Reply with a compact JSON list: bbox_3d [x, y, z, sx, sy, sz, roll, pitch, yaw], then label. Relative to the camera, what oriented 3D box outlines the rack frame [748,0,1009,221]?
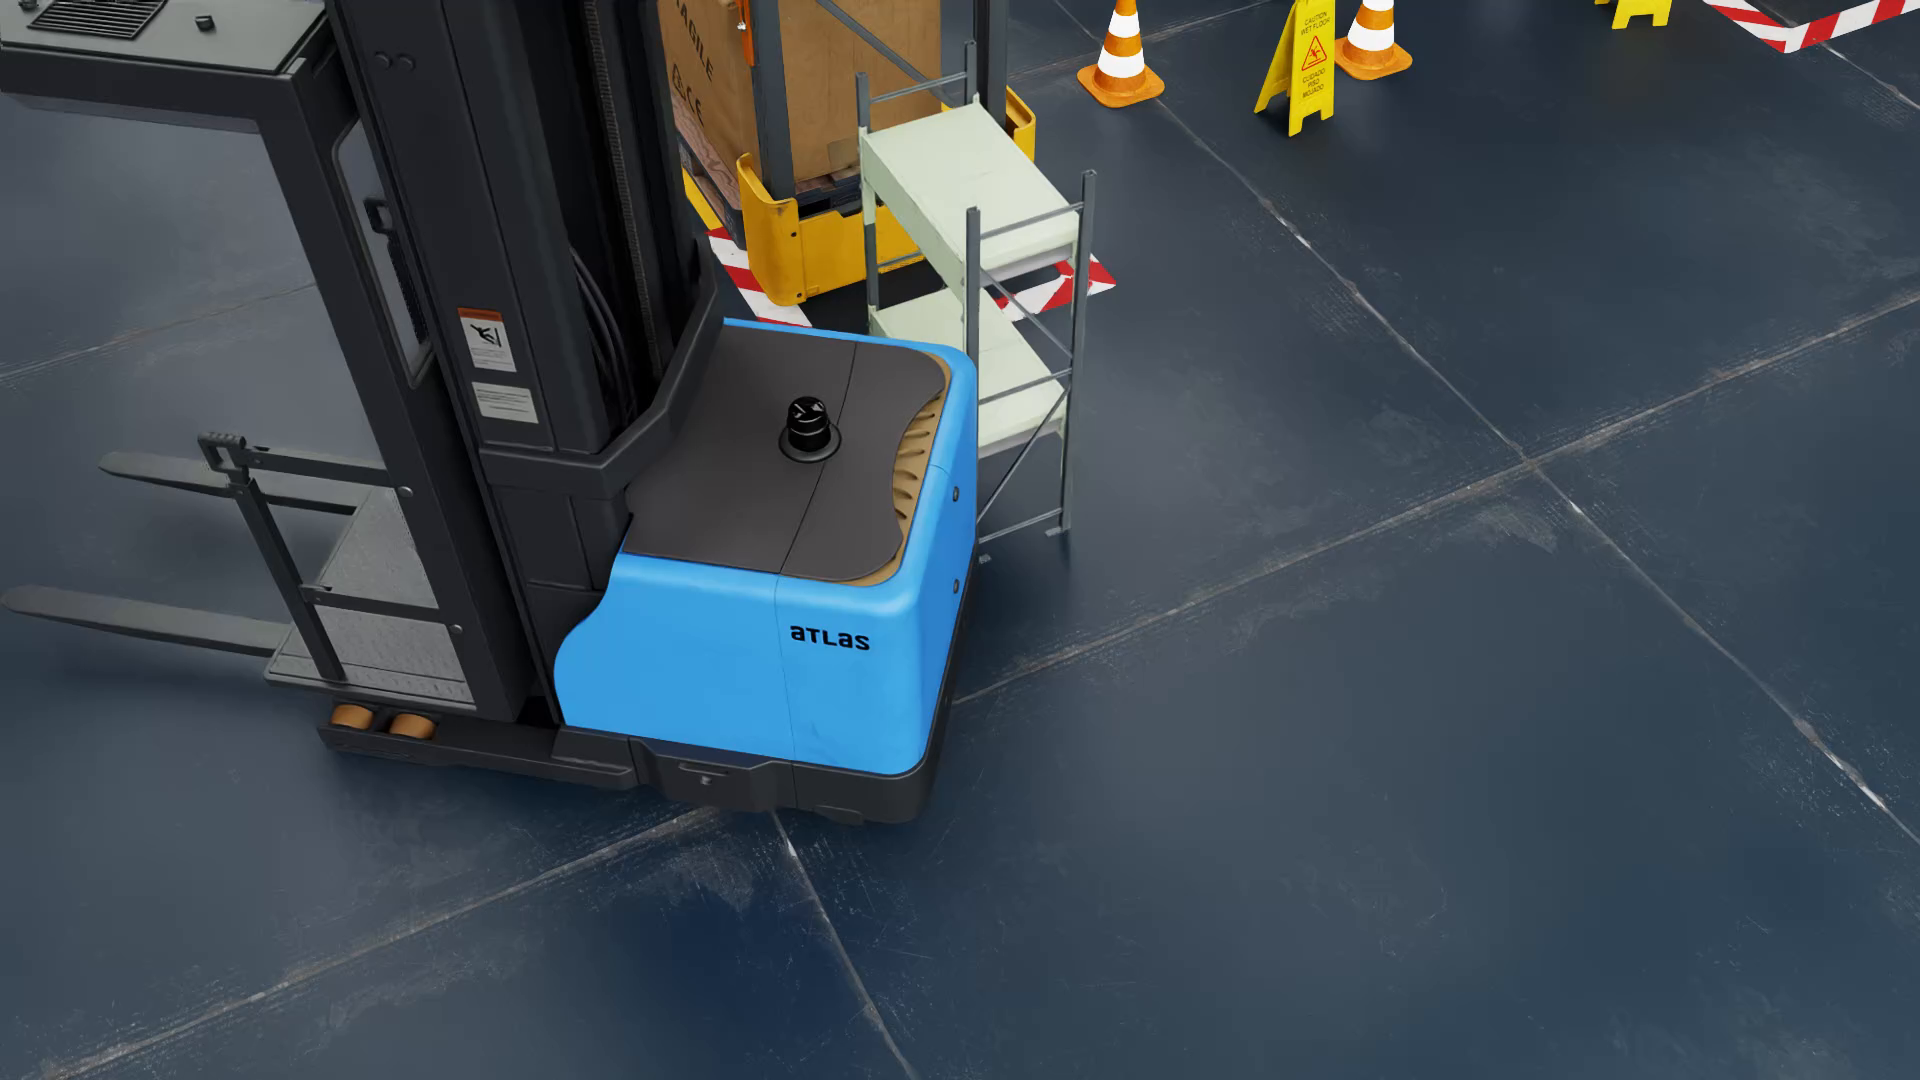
[{"bbox_3d":[-0.289,-2.224,5.702,1.000,3.000,0.127,-21,52,-18],"label":"rack frame"}]

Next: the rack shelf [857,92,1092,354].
[{"bbox_3d":[0.034,-0.975,5.088,0.431,0.370,0.720,-21,52,-17],"label":"rack shelf"}]

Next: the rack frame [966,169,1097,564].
[{"bbox_3d":[0.200,-0.473,5.167,0.400,1.500,0.023,-21,52,-17],"label":"rack frame"}]

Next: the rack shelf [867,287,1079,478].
[{"bbox_3d":[0.034,-0.504,5.627,0.431,0.370,0.720,-21,52,-17],"label":"rack shelf"}]

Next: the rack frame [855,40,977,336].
[{"bbox_3d":[-0.131,-0.964,5.597,0.400,1.500,0.023,-21,52,-17],"label":"rack frame"}]

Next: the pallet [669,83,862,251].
[{"bbox_3d":[-0.724,-1.814,7.196,1.003,0.211,1.213,-21,52,-18],"label":"pallet"}]

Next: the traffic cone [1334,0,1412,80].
[{"bbox_3d":[1.891,-2.395,7.537,0.336,0.463,0.334,-21,52,-18],"label":"traffic cone"}]

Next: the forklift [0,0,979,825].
[{"bbox_3d":[-1.506,-0.659,4.380,3.031,2.935,1.130,8,49,7],"label":"forklift"}]

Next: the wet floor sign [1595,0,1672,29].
[{"bbox_3d":[3.202,-2.725,7.705,0.267,0.644,0.232,-5,49,-5],"label":"wet floor sign"}]

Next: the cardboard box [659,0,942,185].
[{"bbox_3d":[-0.658,-2.093,6.721,0.875,0.875,0.875,-21,52,-17],"label":"cardboard box"}]

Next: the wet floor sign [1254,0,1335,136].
[{"bbox_3d":[1.485,-2.111,7.168,0.267,0.644,0.232,-30,55,-23],"label":"wet floor sign"}]

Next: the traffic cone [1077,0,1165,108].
[{"bbox_3d":[0.731,-2.233,7.396,0.336,0.463,0.334,-21,52,-18],"label":"traffic cone"}]

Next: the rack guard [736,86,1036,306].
[{"bbox_3d":[-0.278,-1.385,6.629,1.175,0.500,0.348,-21,52,-18],"label":"rack guard"}]

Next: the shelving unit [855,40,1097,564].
[{"bbox_3d":[0.034,-0.718,5.382,0.431,1.500,0.755,-21,52,-17],"label":"shelving unit"}]

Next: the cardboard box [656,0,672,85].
[{"bbox_3d":[-1.062,-2.682,7.235,0.875,0.875,0.875,-22,52,-18],"label":"cardboard box"}]

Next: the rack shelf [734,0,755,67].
[{"bbox_3d":[-1.204,-3.325,7.143,1.077,0.370,4.000,-21,52,-18],"label":"rack shelf"}]
